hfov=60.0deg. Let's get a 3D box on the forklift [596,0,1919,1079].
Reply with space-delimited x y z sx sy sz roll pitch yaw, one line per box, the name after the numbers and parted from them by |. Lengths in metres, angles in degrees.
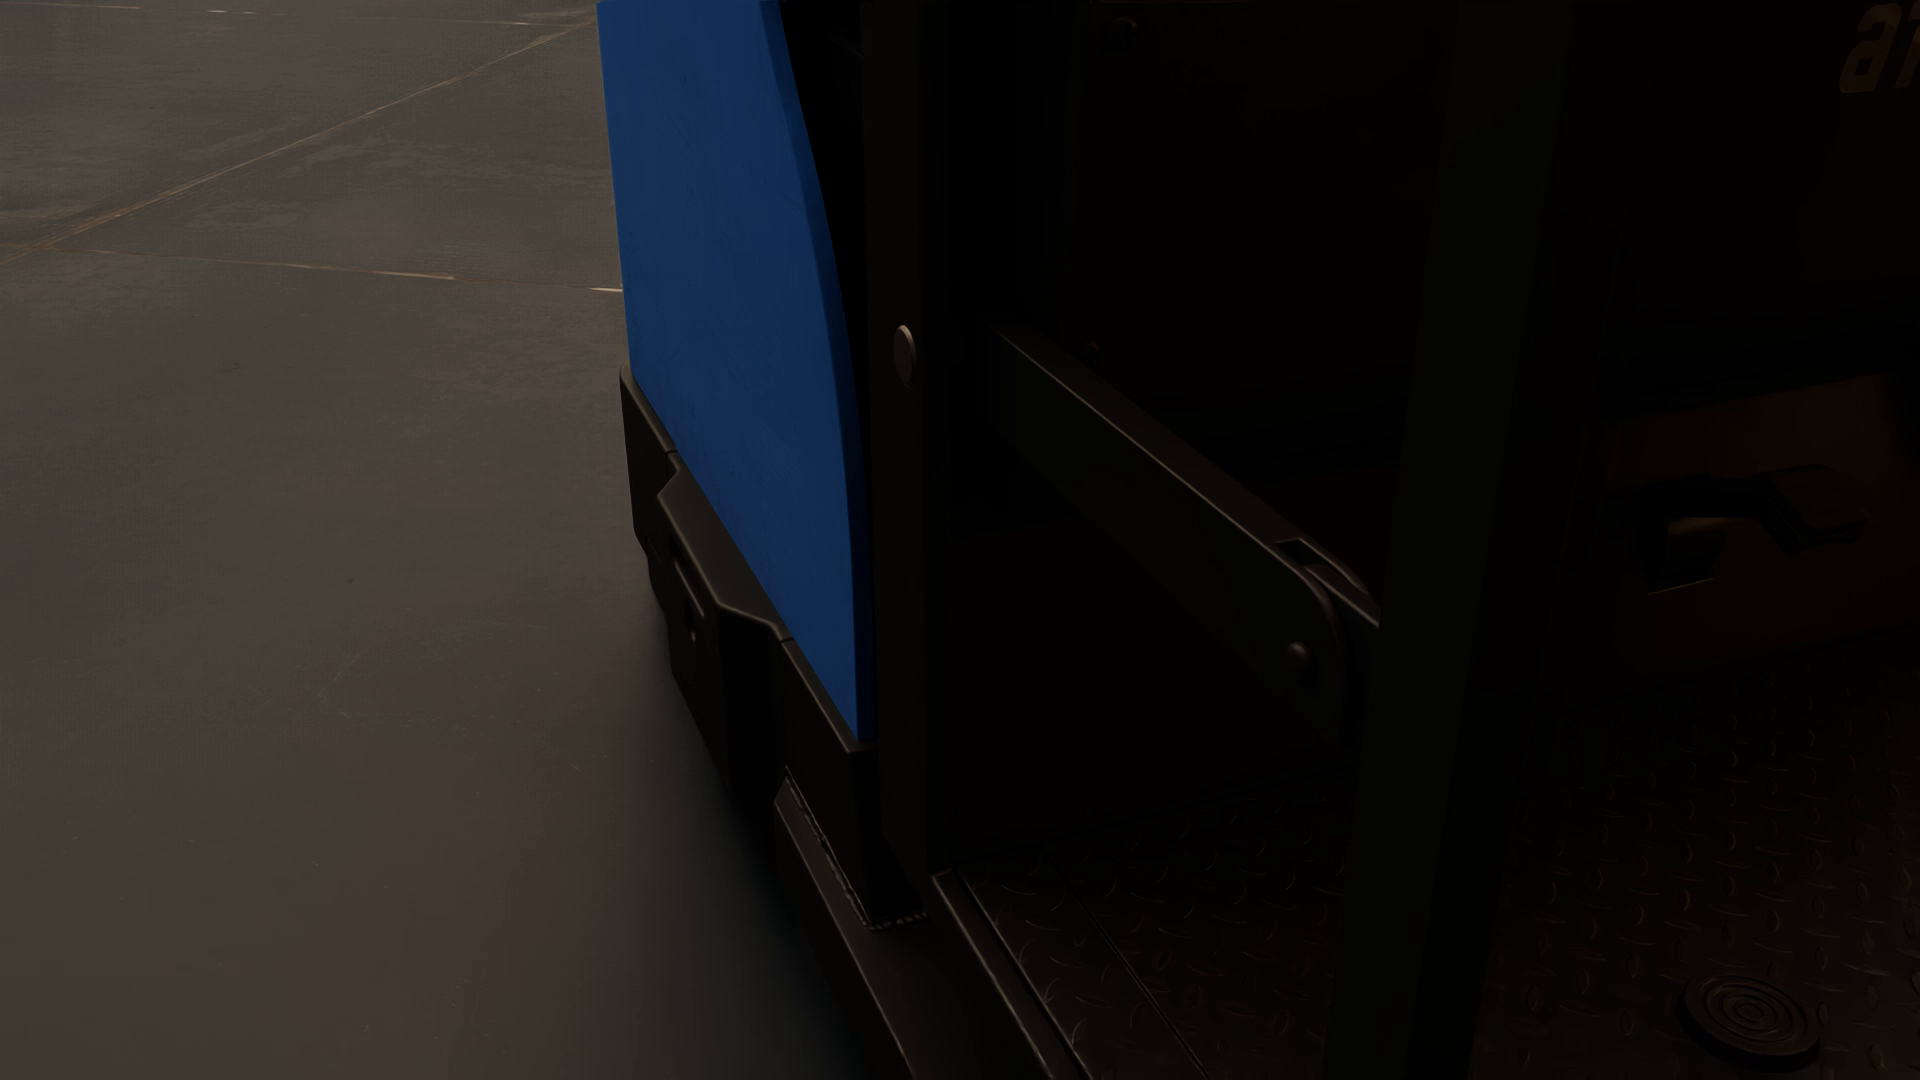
0.554 -0.750 0.732 1.130 2.935 3.031 -10 29 -19 | forklift
